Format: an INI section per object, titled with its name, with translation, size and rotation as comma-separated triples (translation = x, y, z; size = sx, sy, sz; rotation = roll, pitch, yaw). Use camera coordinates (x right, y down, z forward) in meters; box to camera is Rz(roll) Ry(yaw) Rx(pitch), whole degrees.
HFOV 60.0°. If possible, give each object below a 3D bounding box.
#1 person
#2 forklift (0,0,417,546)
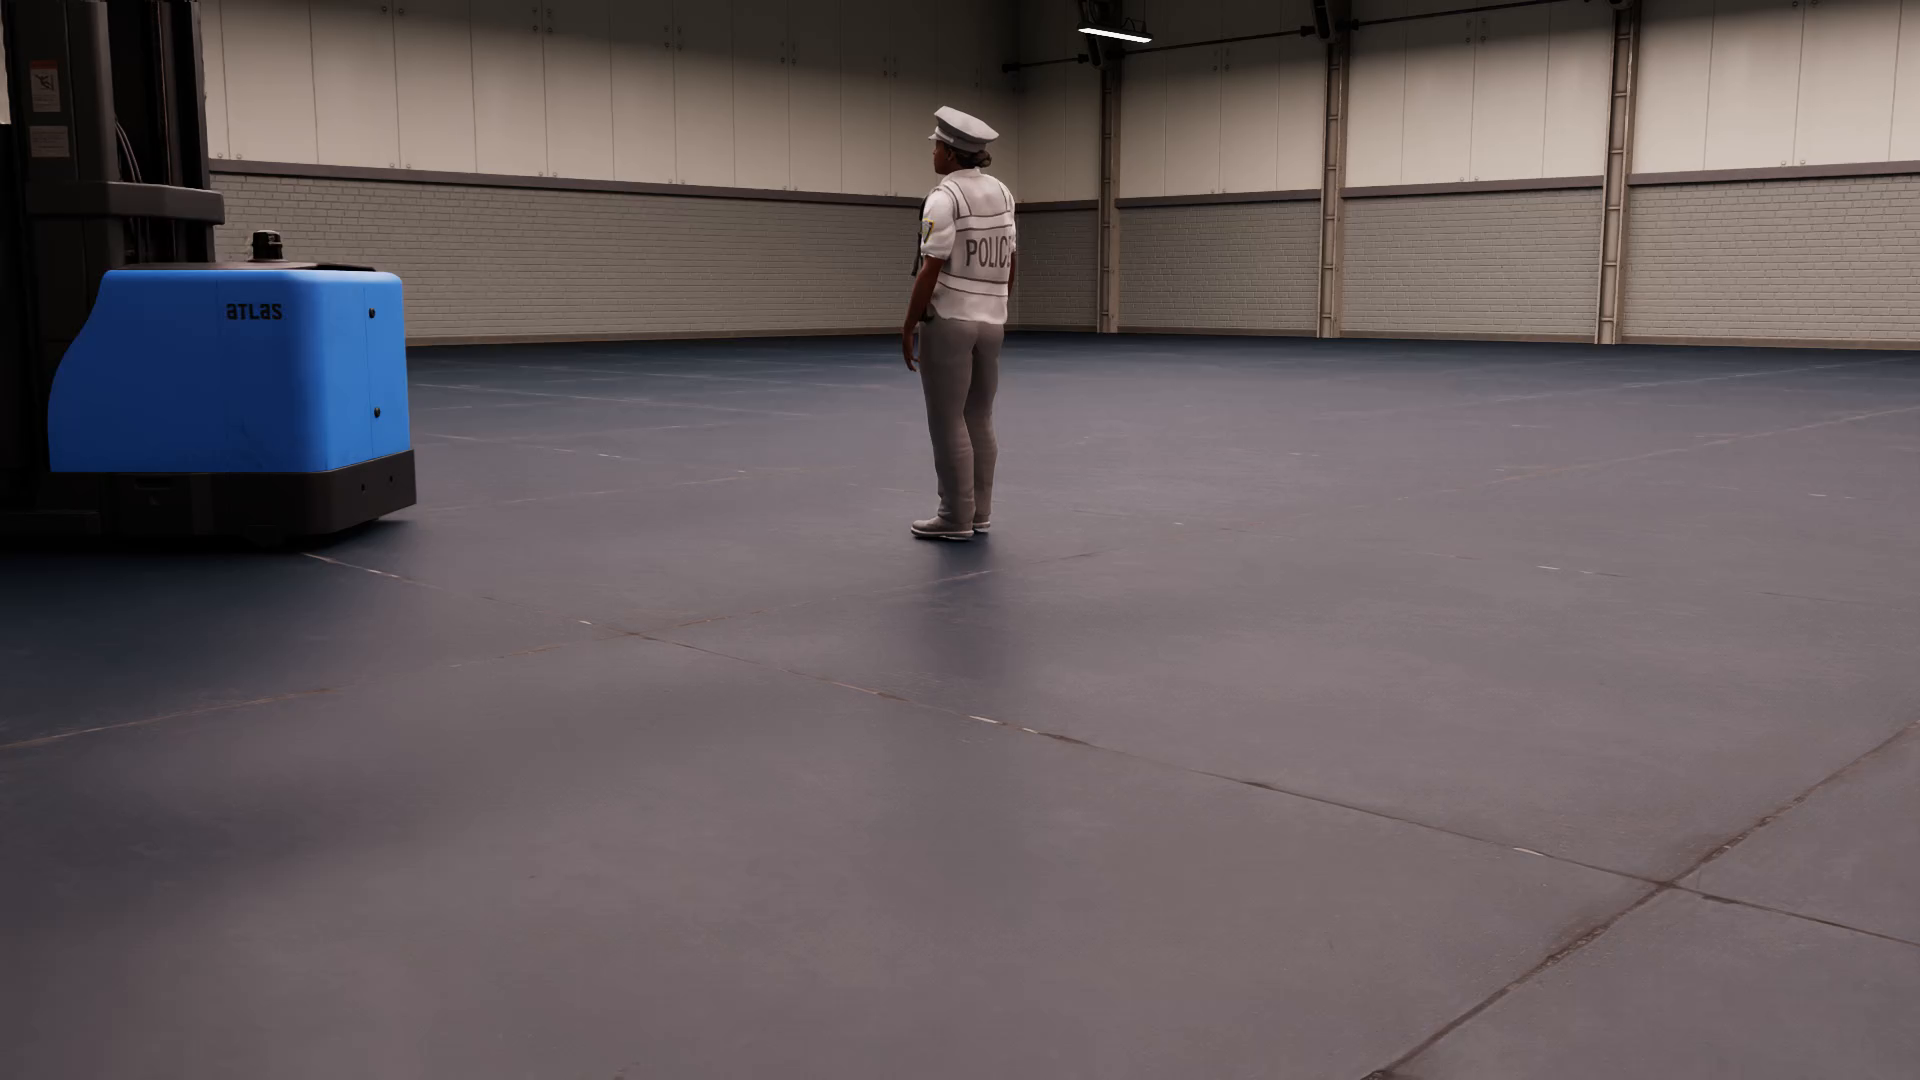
[person]
translation = -0.040, -0.855, 6.655
size = 0.530, 1.695, 0.570
rotation = 8, 12, 43
[forklift]
translation = -3.912, -1.480, 6.704
size = 3.031, 2.935, 1.130
rotation = 0, 9, 2
